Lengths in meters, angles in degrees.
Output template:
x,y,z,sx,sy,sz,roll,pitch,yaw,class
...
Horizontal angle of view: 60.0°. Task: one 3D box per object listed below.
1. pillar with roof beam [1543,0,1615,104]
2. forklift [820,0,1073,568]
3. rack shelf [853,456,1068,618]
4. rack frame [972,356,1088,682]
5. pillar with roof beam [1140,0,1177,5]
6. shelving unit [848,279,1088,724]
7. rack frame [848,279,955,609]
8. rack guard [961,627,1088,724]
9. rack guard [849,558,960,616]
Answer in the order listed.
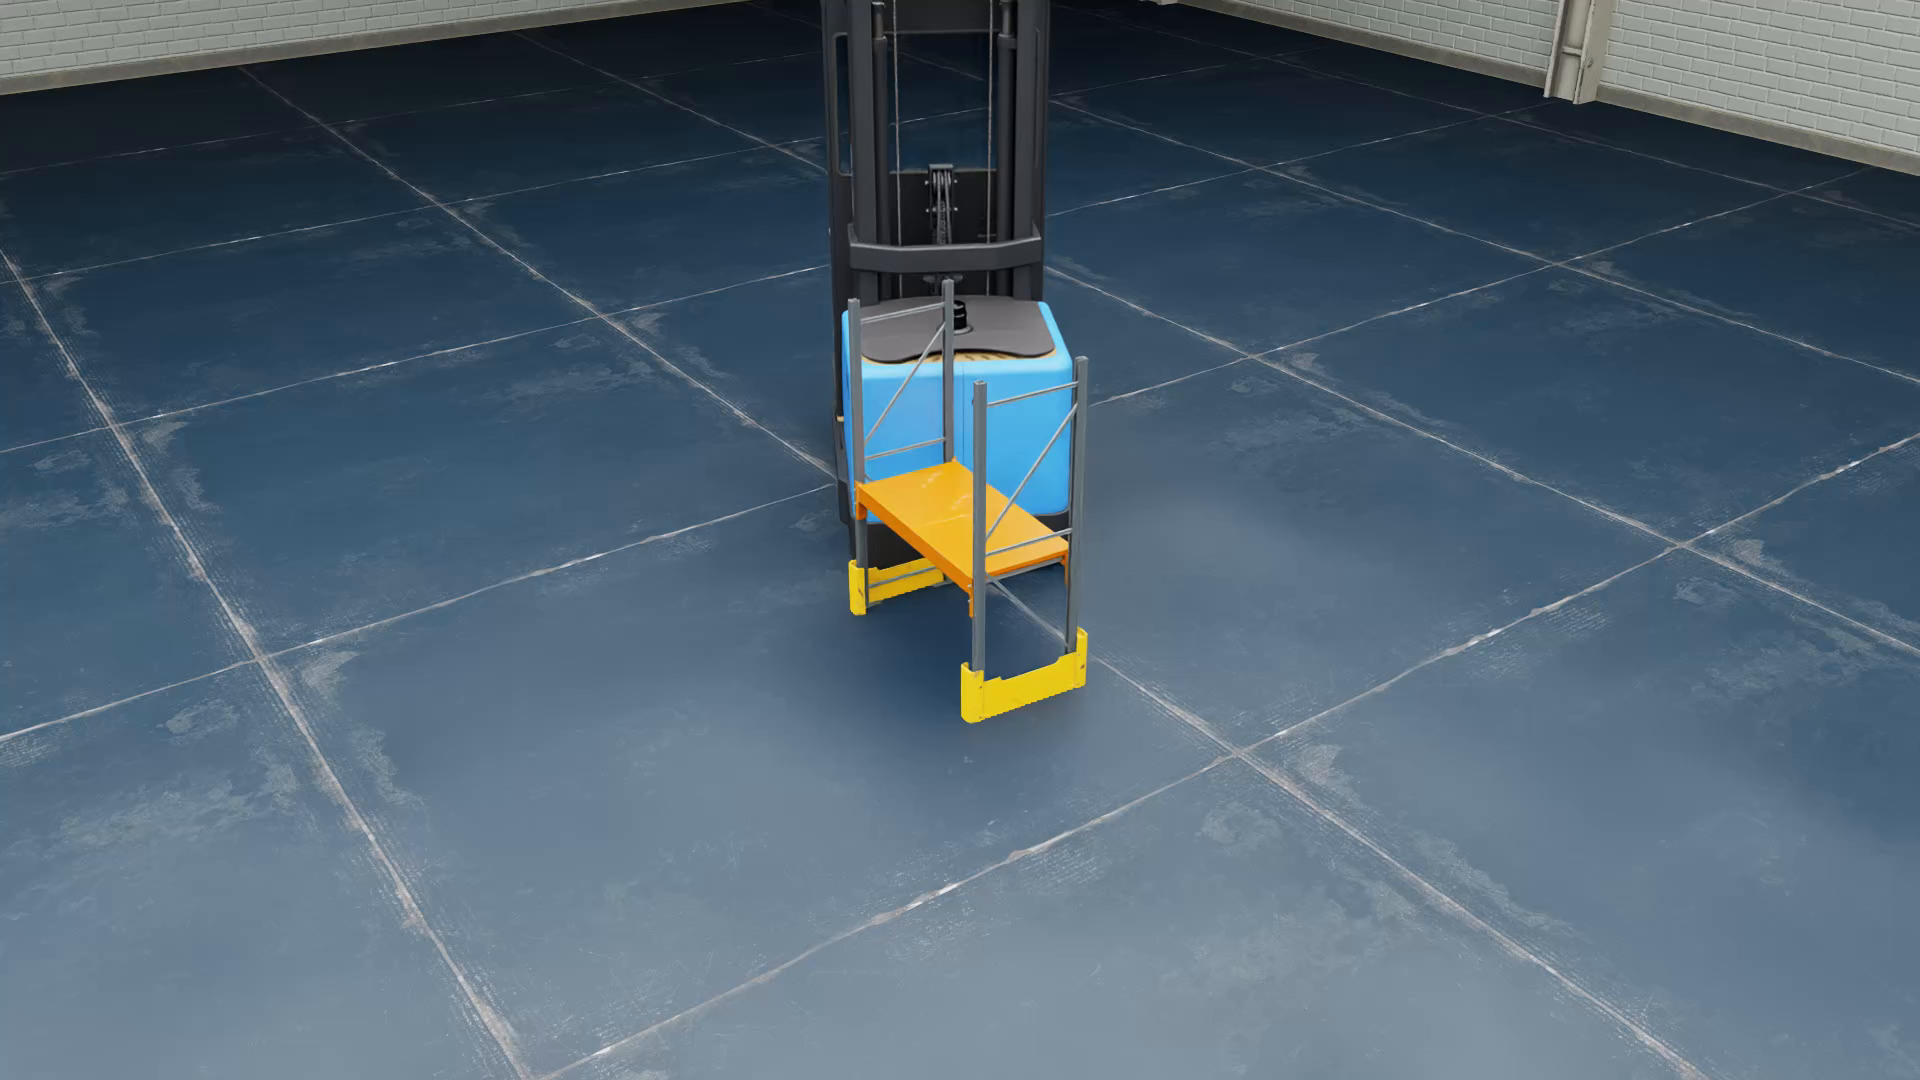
x,y,z,sx,sy,sz,roll,pitch,yaw,class
2.419,-7.056,11.814,9.100,9.000,0.400,-19,34,-31,pillar with roof beam
-0.142,-1.831,8.551,1.130,2.935,3.031,-3,29,-5,forklift
0.011,-0.035,7.121,0.538,0.185,1.000,-16,32,-27,rack shelf
0.271,0.015,6.651,0.500,1.500,0.032,-16,32,-27,rack frame
-1.061,-9.389,16.109,9.100,9.000,0.400,-19,34,-31,pillar with roof beam
0.016,-0.190,7.028,0.587,1.500,1.083,-16,32,-27,shelving unit
-0.248,-0.402,7.419,0.500,1.500,0.032,-16,32,-27,rack frame
0.271,0.564,6.950,0.587,0.250,0.087,-16,32,-27,rack guard
-0.239,0.155,7.702,0.587,0.250,0.087,-16,32,-27,rack guard
